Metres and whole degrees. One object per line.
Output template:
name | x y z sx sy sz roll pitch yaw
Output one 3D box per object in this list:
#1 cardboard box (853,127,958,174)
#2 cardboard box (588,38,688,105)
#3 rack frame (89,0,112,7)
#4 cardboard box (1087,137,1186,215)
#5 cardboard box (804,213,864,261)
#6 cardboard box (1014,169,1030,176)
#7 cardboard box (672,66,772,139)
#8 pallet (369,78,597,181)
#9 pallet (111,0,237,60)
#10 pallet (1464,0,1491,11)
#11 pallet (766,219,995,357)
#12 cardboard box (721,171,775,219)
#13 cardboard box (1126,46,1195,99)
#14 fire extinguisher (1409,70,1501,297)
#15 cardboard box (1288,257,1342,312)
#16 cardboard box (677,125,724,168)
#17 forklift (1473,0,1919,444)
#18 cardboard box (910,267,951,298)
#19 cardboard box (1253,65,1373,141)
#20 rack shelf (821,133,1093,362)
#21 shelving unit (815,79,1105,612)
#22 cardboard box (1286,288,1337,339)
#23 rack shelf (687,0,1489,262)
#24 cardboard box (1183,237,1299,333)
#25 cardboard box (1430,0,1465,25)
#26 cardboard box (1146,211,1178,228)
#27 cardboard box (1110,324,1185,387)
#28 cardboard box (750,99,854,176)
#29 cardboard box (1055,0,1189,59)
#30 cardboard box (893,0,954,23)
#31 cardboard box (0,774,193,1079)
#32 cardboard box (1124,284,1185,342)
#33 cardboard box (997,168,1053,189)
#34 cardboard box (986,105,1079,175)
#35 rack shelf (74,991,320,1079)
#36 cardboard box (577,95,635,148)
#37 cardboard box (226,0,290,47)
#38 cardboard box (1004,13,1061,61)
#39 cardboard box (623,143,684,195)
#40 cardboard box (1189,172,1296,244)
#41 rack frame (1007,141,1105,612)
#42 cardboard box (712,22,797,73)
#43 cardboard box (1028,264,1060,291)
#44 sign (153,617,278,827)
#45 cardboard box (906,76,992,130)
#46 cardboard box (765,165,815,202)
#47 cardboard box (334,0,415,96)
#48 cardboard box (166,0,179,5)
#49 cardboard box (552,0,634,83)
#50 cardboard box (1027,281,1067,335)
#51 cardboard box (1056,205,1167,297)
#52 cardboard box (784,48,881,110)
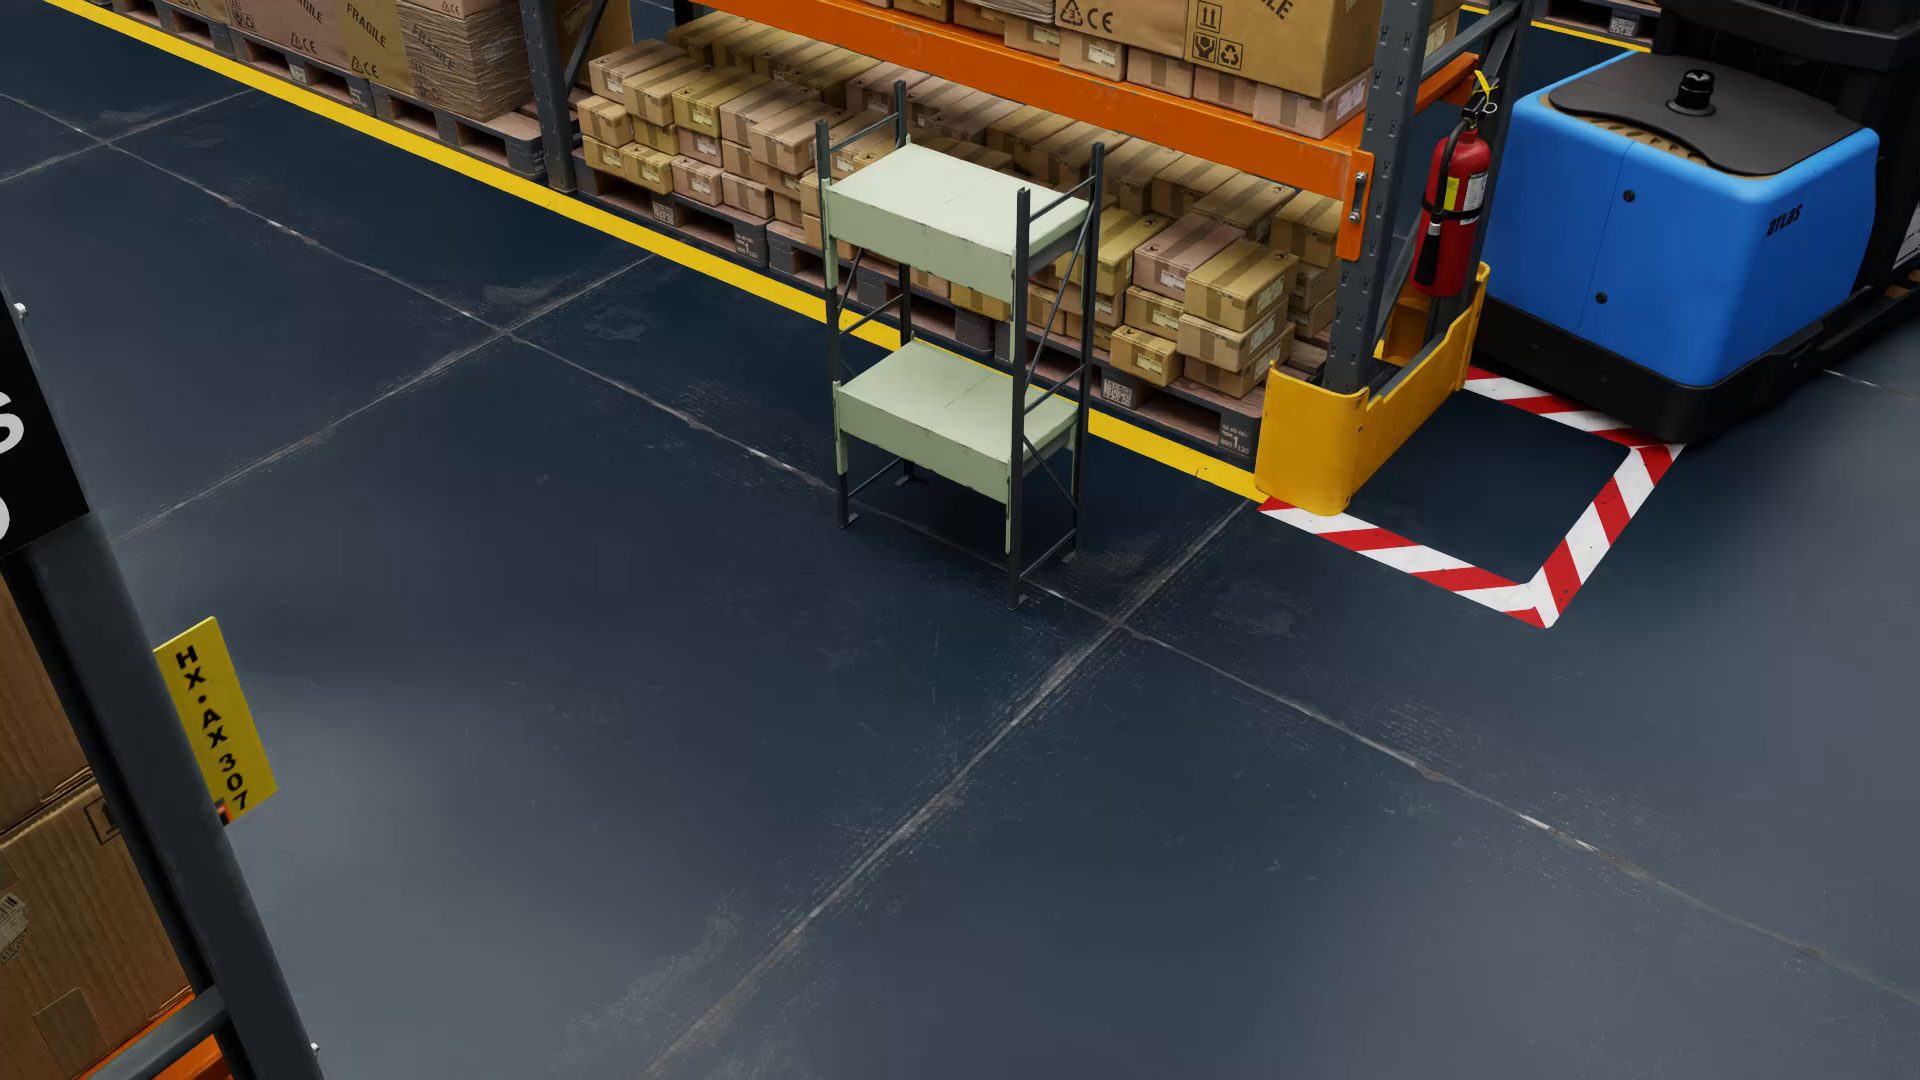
cardboard box | -0.218 -1.516 6.742 0.250 0.149 0.380 25 45 29
cardboard box | -1.444 -2.114 7.506 0.250 0.149 0.380 27 46 30
rack frame | -4.769 -4.565 9.148 0.127 3.000 1.000 25 45 29
cardboard box | 0.714 -1.462 6.674 0.250 0.149 0.380 23 44 27
cardboard box | -0.442 -1.350 7.013 0.250 0.149 0.380 24 44 27
cardboard box | 0.247 -1.513 6.980 0.250 0.149 0.380 28 46 31
cardboard box | -1.030 -1.911 7.247 0.250 0.149 0.380 25 44 28
pallet | -2.211 -2.260 8.465 1.213 0.211 1.003 25 45 29
pallet | -4.149 -3.174 9.633 1.213 0.211 1.003 25 45 29
pallet | 3.032 -3.580 10.152 1.213 0.211 1.003 25 45 29
pallet | -0.063 -1.278 7.211 1.213 0.211 1.003 25 45 29
cardboard box | -0.825 -1.578 7.305 0.250 0.149 0.380 24 44 28
cardboard box | 0.772 -1.652 5.630 0.250 0.149 0.380 25 44 28
fire extinguisher | 1.505 -1.071 5.050 0.183 0.674 0.296 25 45 29
cardboard box | 1.325 -1.051 6.390 0.250 0.149 0.380 27 46 30
cardboard box | -1.027 -1.810 7.359 0.250 0.149 0.380 25 44 28
forklift | 3.463 -2.265 6.266 3.031 2.935 1.130 -27 45 -30
cardboard box | -0.032 -1.158 6.768 0.250 0.149 0.380 26 45 29
cardboard box | 1.155 -1.454 5.377 0.250 0.149 0.380 25 45 29
rack shelf | -0.005 -0.900 5.050 0.720 0.370 0.431 25 45 29
shelving unit | -0.005 -0.593 5.291 0.755 1.500 0.431 25 45 29
cardboard box | 1.364 -0.965 6.521 0.250 0.149 0.380 26 45 29
rack shelf | -0.003 -2.035 6.499 4.000 0.370 1.077 25 45 29
cardboard box | 1.011 -0.920 5.982 0.250 0.149 0.380 26 45 29
cardboard box | 1.397 -2.029 5.586 0.500 0.500 0.500 27 46 31
cardboard box | 0.894 -1.229 6.618 0.250 0.149 0.380 26 45 29
cardboard box | 0.775 -0.754 6.251 0.250 0.149 0.380 27 45 30
cardboard box | -0.657 -1.689 6.964 0.250 0.149 0.380 26 45 29
cardboard box | 0.666 -1.963 5.502 0.500 0.500 0.500 25 44 28
cardboard box | -0.035 -2.071 6.165 0.250 0.149 0.380 26 45 29
cardboard box | -1.548 0.533 2.555 0.500 0.500 0.500 25 44 28
cardboard box | 0.818 -0.911 6.211 0.250 0.149 0.380 24 44 28
cardboard box | 0.149 -1.279 6.439 0.250 0.149 0.380 27 45 30
cardboard box | 0.319 -1.692 6.967 0.250 0.149 0.380 26 45 29
rack shelf | -2.930 0.427 3.355 4.000 0.370 1.077 25 45 29
cardboard box | -1.498 -1.935 7.518 0.250 0.149 0.380 27 46 30
cardboard box | -3.550 -2.980 8.810 0.500 0.500 0.500 24 44 28
cardboard box | 0.364 -1.849 5.882 0.250 0.149 0.380 23 44 27
cardboard box | -1.286 -1.717 7.481 0.250 0.149 0.380 27 45 30
cardboard box | 1.084 -1.253 6.407 0.250 0.149 0.380 26 45 29
rack frame | 0.285 -0.456 5.116 0.023 1.500 0.400 25 45 29
cardboard box | -0.924 -2.262 7.695 0.250 0.149 0.380 26 45 29
cardboard box | 0.428 -1.132 6.493 0.250 0.149 0.380 25 44 28
sign | -0.999 0.251 2.230 0.005 0.325 0.100 25 45 29
cardboard box | -0.070 -1.886 7.215 0.250 0.149 0.380 24 44 27
cardboard box | -0.610 -1.593 7.082 0.250 0.149 0.380 27 46 30
cardboard box | -2.740 -2.594 8.317 0.500 0.500 0.500 24 44 28
cardboard box | -4.362 -3.356 9.291 0.500 0.500 0.500 23 44 27
cardboard box | -2.017 -2.655 8.395 0.500 0.500 0.500 27 45 30
cardboard box | 0.413 -0.981 6.541 0.250 0.149 0.380 26 45 29
cardboard box | 0.564 -1.077 6.182 0.250 0.149 0.380 24 44 28
cardboard box | -0.563 -2.037 7.408 0.250 0.149 0.380 27 45 30
